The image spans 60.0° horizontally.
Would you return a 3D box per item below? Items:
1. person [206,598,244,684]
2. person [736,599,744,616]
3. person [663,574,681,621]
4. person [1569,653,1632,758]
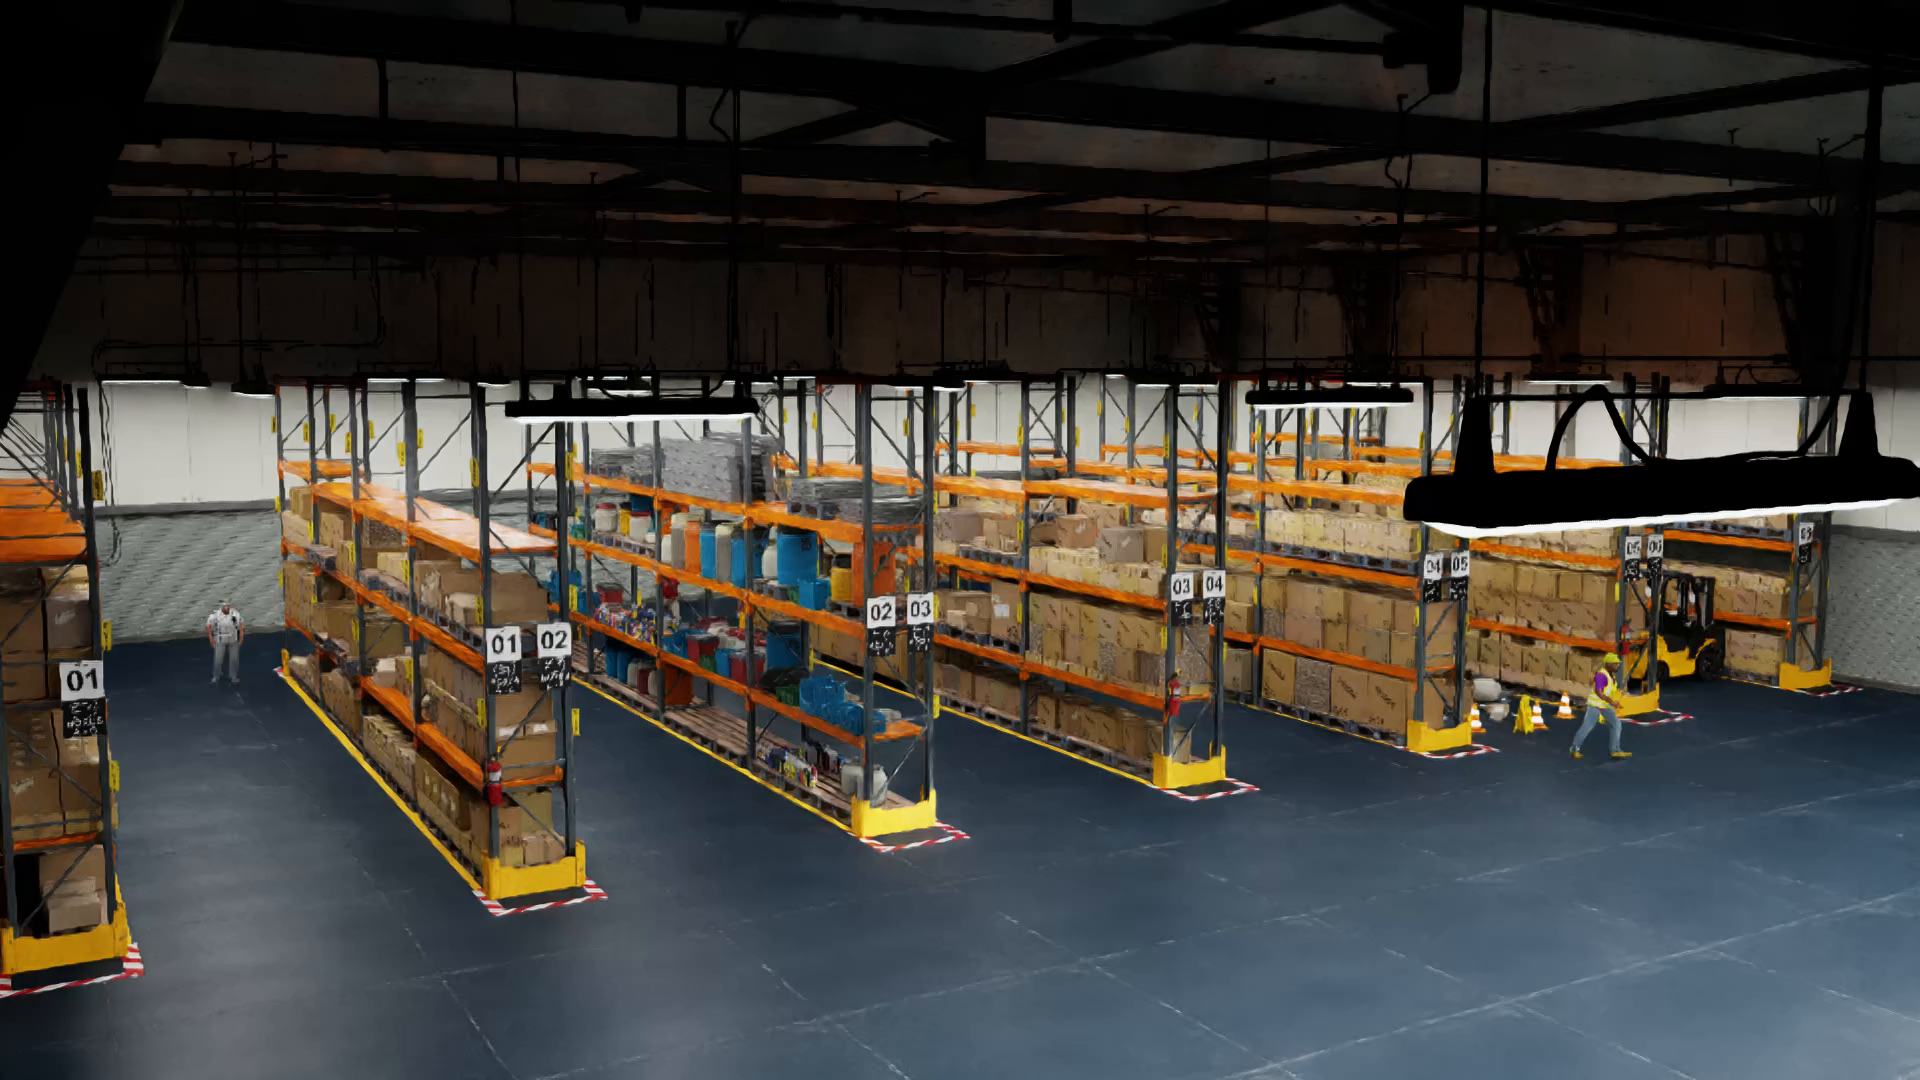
[{"bbox_3d":[-14.289,1.946,32.365,0.682,1.715,0.536,-4,7,-31],"label":"person"},{"bbox_3d":[-5.108,1.073,40.734,0.802,1.601,0.625,5,8,41],"label":"person"},{"bbox_3d":[-6.612,1.373,37.710,0.542,1.645,1.126,-3,7,-28],"label":"person"},{"bbox_3d":[10.117,2.606,26.269,0.823,1.697,0.714,6,8,42],"label":"person"}]
